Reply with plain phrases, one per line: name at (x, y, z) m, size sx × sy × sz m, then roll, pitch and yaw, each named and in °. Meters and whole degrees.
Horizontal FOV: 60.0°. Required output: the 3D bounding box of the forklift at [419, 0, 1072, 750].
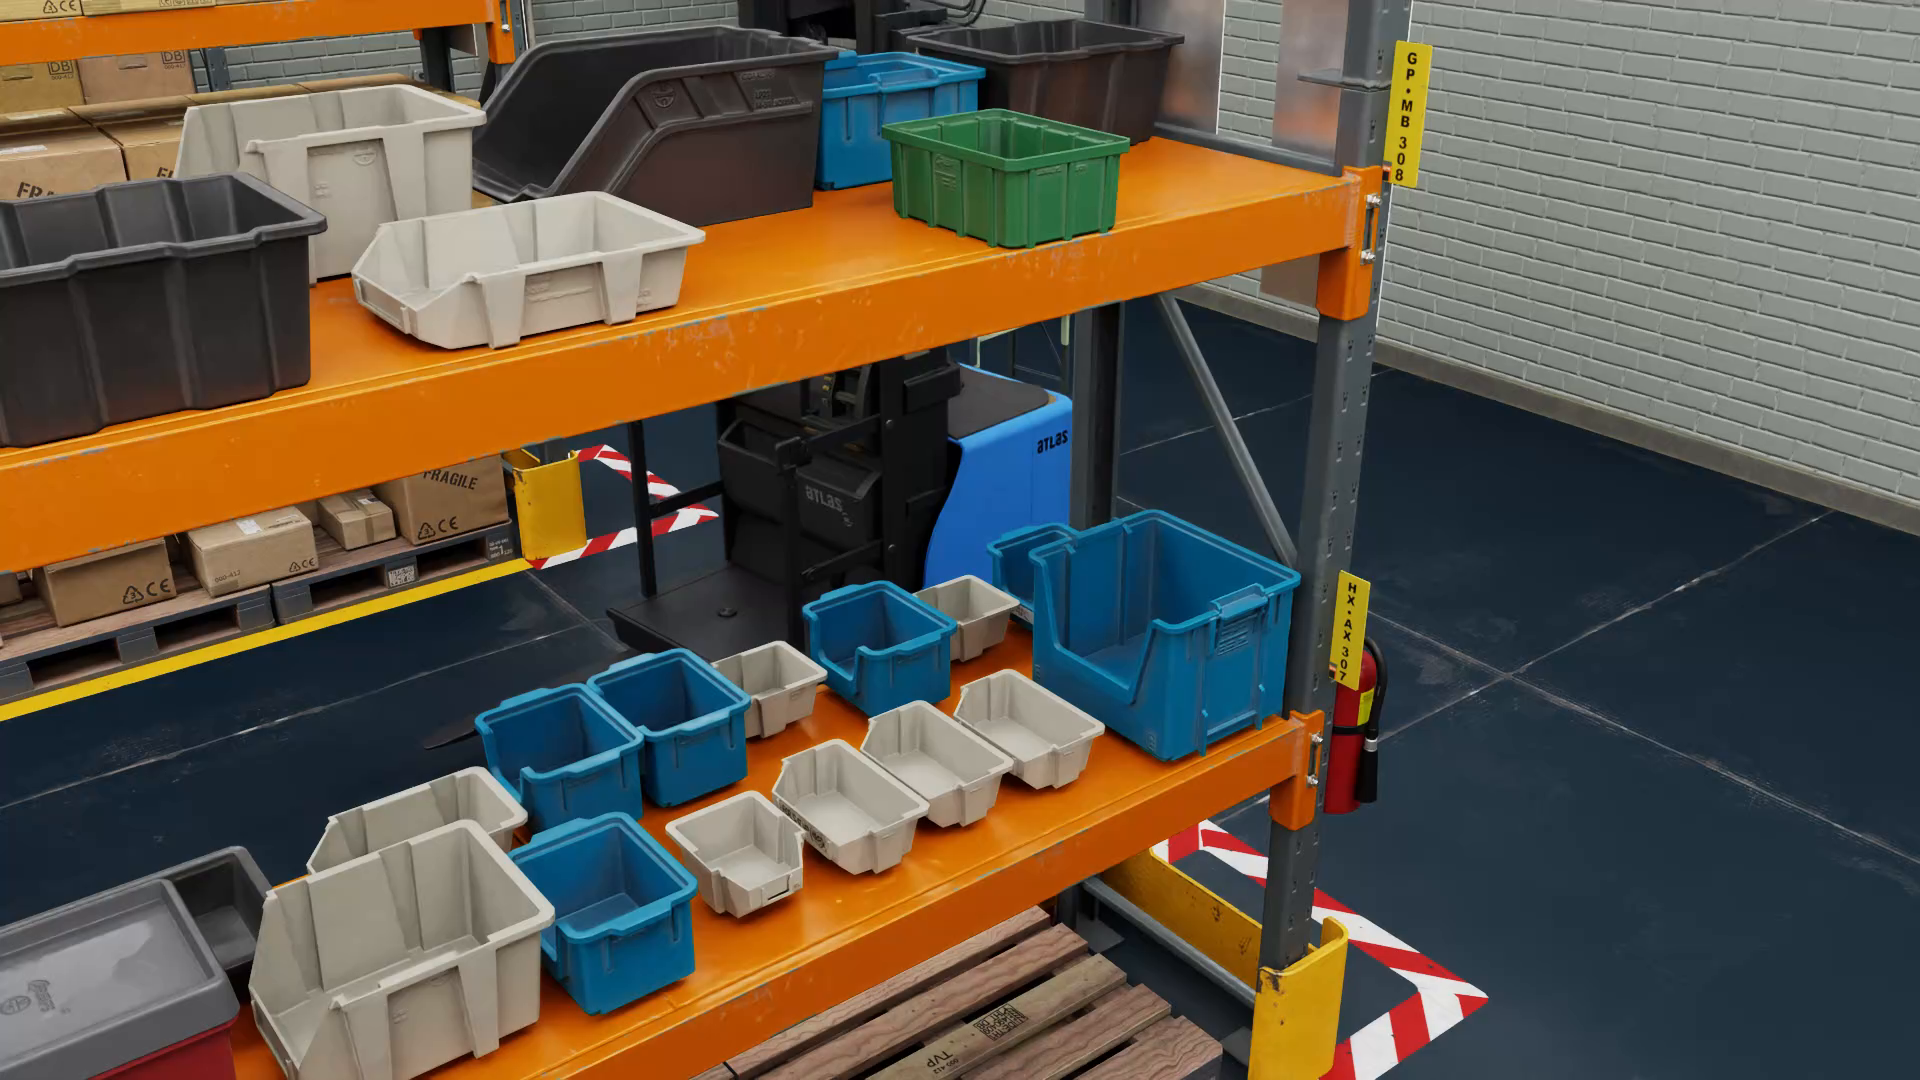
forklift at (-0.835, -0.697, 6.770) m, size 1.130 × 2.935 × 3.031 m, roll 22°, pitch 33°, yaw 39°

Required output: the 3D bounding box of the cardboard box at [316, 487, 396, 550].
cardboard box at (-3.011, -0.118, 8.284) m, size 0.250 × 0.166 × 0.380 m, roll -18°, pitch 31°, yaw -34°

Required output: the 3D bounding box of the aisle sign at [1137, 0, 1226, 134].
aisle sign at (0.566, -1.156, 4.590) m, size 0.004 × 0.787 × 0.394 m, roll -18°, pitch 31°, yaw -34°

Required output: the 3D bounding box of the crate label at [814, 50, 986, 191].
crate label at (-0.233, -1.020, 3.999) m, size 0.502 × 0.251 × 0.408 m, roll -18°, pitch 31°, yaw -34°

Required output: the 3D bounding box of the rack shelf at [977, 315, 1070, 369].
rack shelf at (0.173, -1.129, 8.474) m, size 0.431 × 0.370 × 0.720 m, roll 20°, pitch 32°, yaw 37°

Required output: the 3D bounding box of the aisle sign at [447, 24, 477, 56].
aisle sign at (-2.489, -2.796, 8.123) m, size 0.004 × 0.787 × 0.394 m, roll -18°, pitch 31°, yaw -34°

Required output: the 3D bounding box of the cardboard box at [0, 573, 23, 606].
cardboard box at (-4.645, 0.121, 7.598) m, size 0.500 × 0.311 × 0.500 m, roll -18°, pitch 31°, yaw -34°

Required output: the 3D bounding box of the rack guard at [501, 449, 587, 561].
rack guard at (-2.421, -0.348, 8.906) m, size 0.348 × 0.500 × 1.175 m, roll -18°, pitch 31°, yaw -34°

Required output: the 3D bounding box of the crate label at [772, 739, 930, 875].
crate label at (-0.279, 0.655, 4.017) m, size 0.243 × 0.136 × 0.396 m, roll -18°, pitch 31°, yaw -34°

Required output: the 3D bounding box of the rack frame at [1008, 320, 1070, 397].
rack frame at (0.416, -0.890, 8.886) m, size 0.400 × 1.500 × 0.023 m, roll 20°, pitch 32°, yaw 37°

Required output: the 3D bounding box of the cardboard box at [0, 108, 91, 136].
cardboard box at (-4.076, -1.574, 7.271) m, size 0.500 × 0.500 × 0.500 m, roll -19°, pitch 31°, yaw -34°

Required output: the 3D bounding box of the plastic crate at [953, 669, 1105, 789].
plastic crate at (0.162, 0.504, 4.342) m, size 0.243 × 0.136 × 0.396 m, roll -18°, pitch 31°, yaw -34°

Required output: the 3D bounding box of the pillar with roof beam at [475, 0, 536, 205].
pillar with roof beam at (-1.174, -5.425, 9.749) m, size 0.400 × 9.000 × 9.100 m, roll -18°, pitch 31°, yaw -34°

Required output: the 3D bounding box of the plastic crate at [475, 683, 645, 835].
plastic crate at (-0.977, 0.564, 4.099) m, size 0.300 × 0.233 × 0.416 m, roll -18°, pitch 31°, yaw -34°

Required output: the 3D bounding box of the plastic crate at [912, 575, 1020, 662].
plastic crate at (-0.009, 0.244, 4.904) m, size 0.298 × 0.136 × 0.250 m, roll -18°, pitch 31°, yaw -34°

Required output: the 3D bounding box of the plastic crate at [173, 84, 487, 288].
plastic crate at (-1.242, -0.693, 3.258) m, size 0.530 × 0.282 × 0.437 m, roll -18°, pitch 31°, yaw -34°

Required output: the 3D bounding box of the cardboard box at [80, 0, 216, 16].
cardboard box at (-3.388, -2.313, 6.786) m, size 0.500 × 0.250 × 0.500 m, roll -18°, pitch 31°, yaw -34°

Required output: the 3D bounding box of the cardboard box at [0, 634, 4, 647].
cardboard box at (-4.371, 0.358, 7.259) m, size 0.250 × 0.166 × 0.380 m, roll -18°, pitch 31°, yaw -34°

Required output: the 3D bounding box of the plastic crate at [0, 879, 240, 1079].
plastic crate at (-1.598, 0.974, 2.940) m, size 0.583 × 0.464 × 0.402 m, roll -18°, pitch 31°, yaw -34°

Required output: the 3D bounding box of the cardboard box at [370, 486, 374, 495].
cardboard box at (-3.100, -0.356, 8.797) m, size 0.250 × 0.166 × 0.380 m, roll -18°, pitch 31°, yaw -34°

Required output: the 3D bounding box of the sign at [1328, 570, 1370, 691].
sign at (1.045, 0.244, 4.467) m, size 0.005 × 0.325 × 0.100 m, roll -18°, pitch 31°, yaw -34°

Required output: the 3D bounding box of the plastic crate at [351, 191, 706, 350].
plastic crate at (-0.781, -0.482, 2.975) m, size 0.530 × 0.136 × 0.437 m, roll -18°, pitch 31°, yaw -34°

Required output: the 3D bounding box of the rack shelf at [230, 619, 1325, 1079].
rack shelf at (-0.882, 0.986, 3.917) m, size 4.000 × 0.370 × 1.077 m, roll -18°, pitch 31°, yaw -34°

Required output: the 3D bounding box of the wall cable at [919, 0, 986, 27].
wall cable at (-0.750, -5.805, 14.258) m, size 0.112 × 2.526 × 3.097 m, roll -18°, pitch 31°, yaw -34°

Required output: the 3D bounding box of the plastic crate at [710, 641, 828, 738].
plastic crate at (-0.542, 0.420, 4.524) m, size 0.298 × 0.136 × 0.250 m, roll -18°, pitch 31°, yaw -34°

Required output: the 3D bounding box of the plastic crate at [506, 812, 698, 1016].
plastic crate at (-0.766, 0.807, 3.575) m, size 0.300 × 0.233 × 0.416 m, roll -18°, pitch 31°, yaw -34°

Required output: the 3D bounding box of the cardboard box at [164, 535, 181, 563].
cardboard box at (-3.751, -0.147, 8.247) m, size 0.500 × 0.250 × 0.500 m, roll -18°, pitch 31°, yaw -34°

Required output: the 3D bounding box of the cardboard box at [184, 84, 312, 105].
cardboard box at (-3.280, -1.834, 7.833) m, size 0.500 × 0.500 × 0.500 m, roll -18°, pitch 30°, yaw -34°

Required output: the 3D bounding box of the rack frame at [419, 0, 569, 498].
rack frame at (-2.361, -1.502, 8.422) m, size 0.127 × 3.000 × 1.000 m, roll -18°, pitch 31°, yaw -34°

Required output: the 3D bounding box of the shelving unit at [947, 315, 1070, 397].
shelving unit at (0.173, -0.775, 8.638) m, size 0.431 × 1.500 × 0.755 m, roll 20°, pitch 32°, yaw 37°

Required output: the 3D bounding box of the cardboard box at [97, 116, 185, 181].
cardboard box at (-3.344, -1.526, 7.169) m, size 0.500 × 0.500 × 0.500 m, roll -17°, pitch 30°, yaw -33°

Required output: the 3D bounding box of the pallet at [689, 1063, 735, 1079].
pallet at (-0.940, 1.922, 4.359) m, size 1.213 × 0.211 × 1.003 m, roll -18°, pitch 31°, yaw -34°

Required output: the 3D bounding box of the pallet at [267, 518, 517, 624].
pallet at (-3.048, -0.009, 8.520) m, size 1.213 × 0.211 × 1.003 m, roll -18°, pitch 31°, yaw -34°

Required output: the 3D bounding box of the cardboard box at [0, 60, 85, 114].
cardboard box at (-6.382, -2.949, 11.185) m, size 0.700 × 0.700 × 0.980 m, roll -19°, pitch 31°, yaw -34°

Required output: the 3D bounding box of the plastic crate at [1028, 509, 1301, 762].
plastic crate at (0.544, 0.246, 4.544) m, size 0.499 × 0.435 × 0.616 m, roll -18°, pitch 31°, yaw -34°

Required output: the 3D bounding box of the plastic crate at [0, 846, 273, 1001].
plastic crate at (-1.740, 0.897, 3.509) m, size 0.590 × 0.125 × 0.437 m, roll -18°, pitch 31°, yaw -34°

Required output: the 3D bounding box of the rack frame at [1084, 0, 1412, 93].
rack frame at (0.692, -2.581, 3.622) m, size 0.127 × 3.000 × 1.000 m, roll -18°, pitch 31°, yaw -34°
